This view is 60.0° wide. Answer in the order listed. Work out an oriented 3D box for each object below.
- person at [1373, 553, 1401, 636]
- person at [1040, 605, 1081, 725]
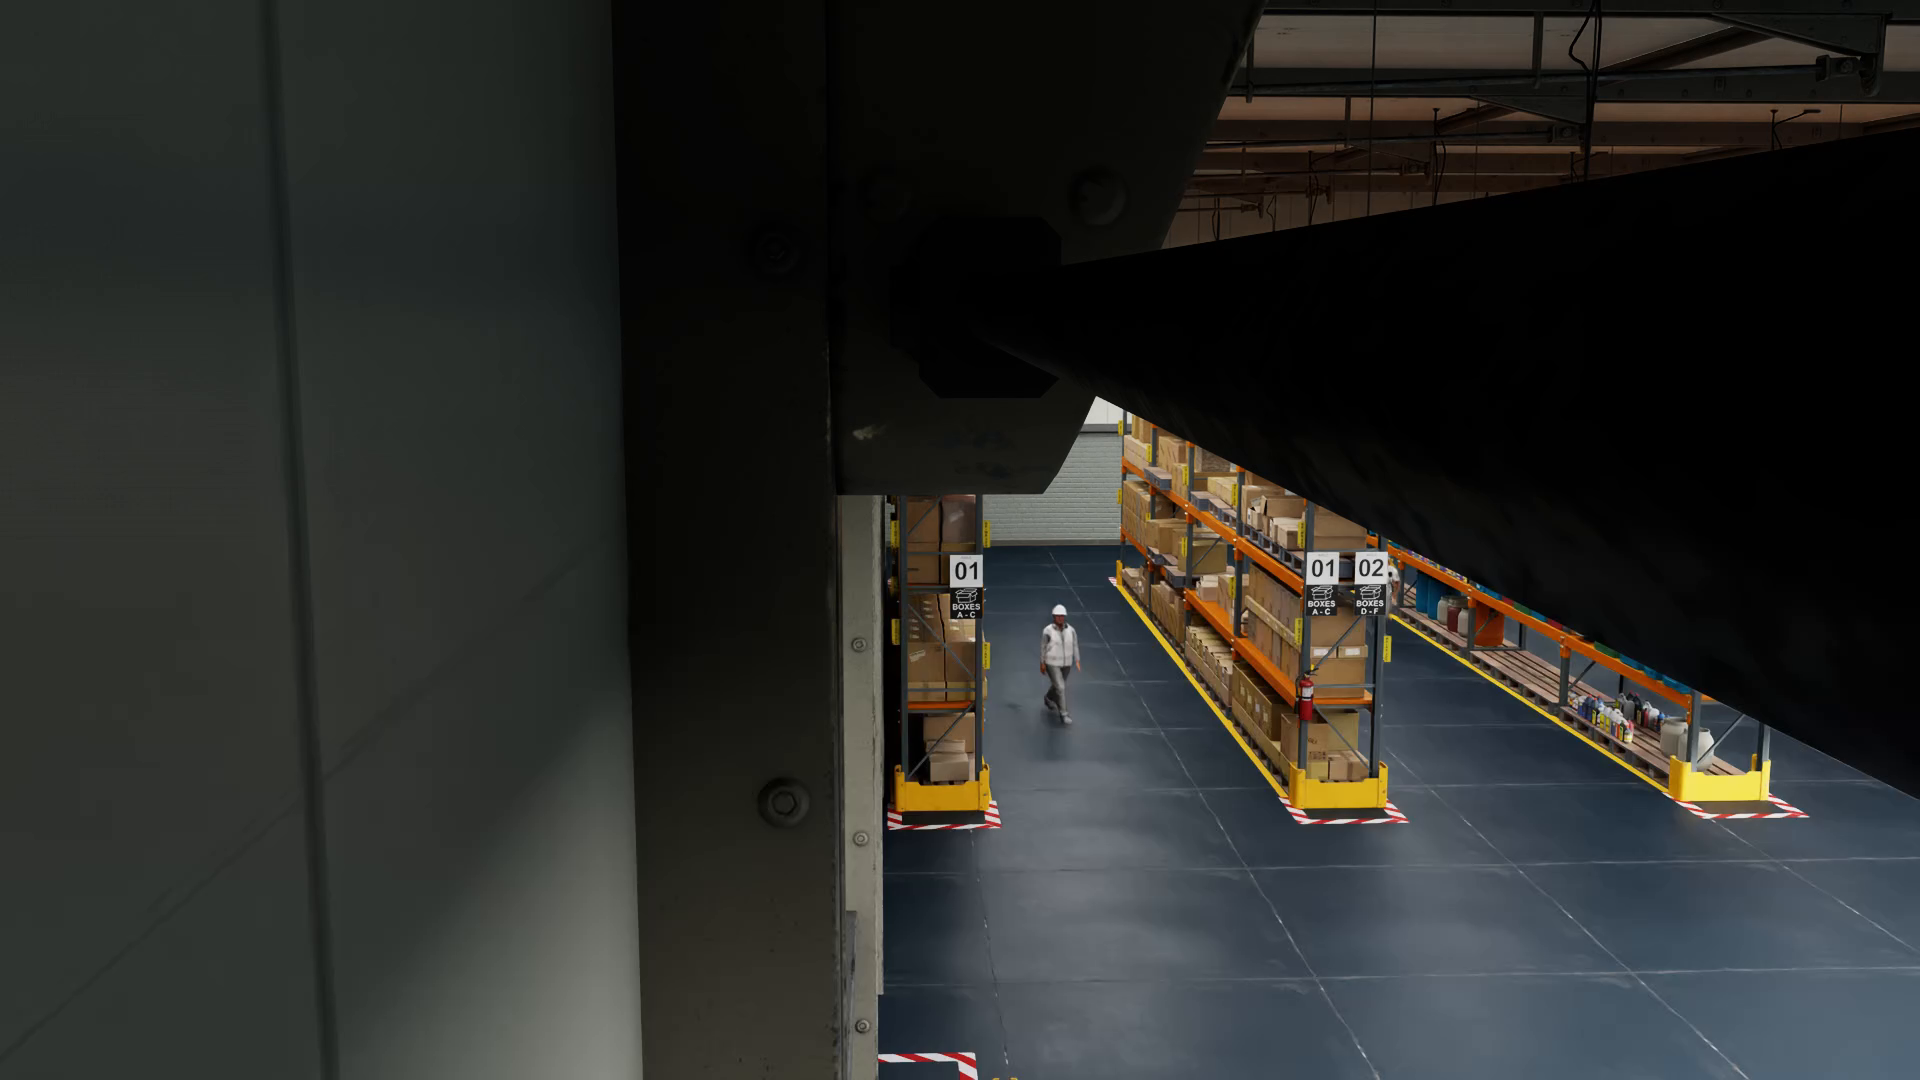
[{"bbox_3d":[7.795,1.044,30.583,0.566,1.686,0.766,1,8,3],"label":"person"},{"bbox_3d":[1.482,1.824,24.795,0.539,1.720,1.096,-4,9,-27],"label":"person"}]
